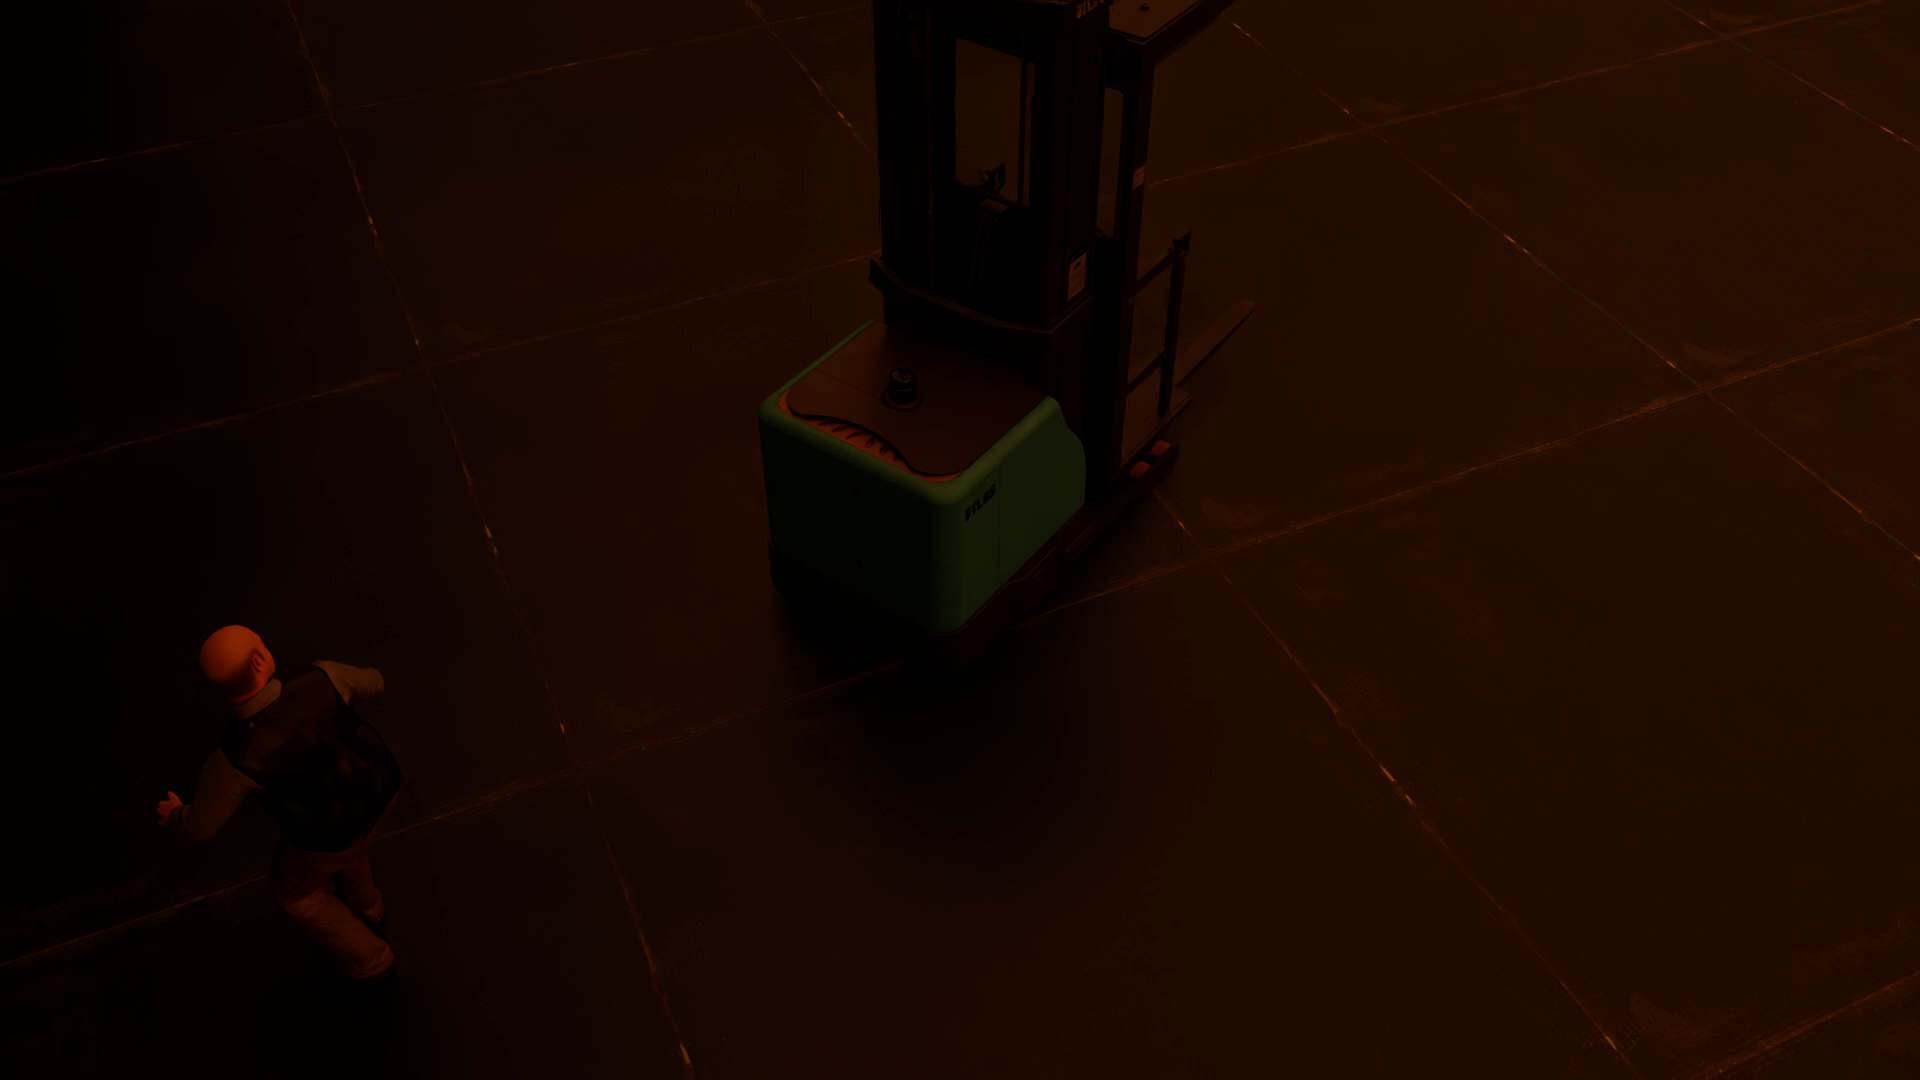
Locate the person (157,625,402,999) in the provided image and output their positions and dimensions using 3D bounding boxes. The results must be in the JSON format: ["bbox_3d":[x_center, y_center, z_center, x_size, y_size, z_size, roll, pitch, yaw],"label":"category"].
[{"bbox_3d":[-2.286,0.888,5.689,0.694,1.660,0.770,15,45,15],"label":"person"}]

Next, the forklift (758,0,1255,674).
[{"bbox_3d":[0.417,-1.464,7.249,1.130,2.935,3.031,26,49,25],"label":"forklift"}]
